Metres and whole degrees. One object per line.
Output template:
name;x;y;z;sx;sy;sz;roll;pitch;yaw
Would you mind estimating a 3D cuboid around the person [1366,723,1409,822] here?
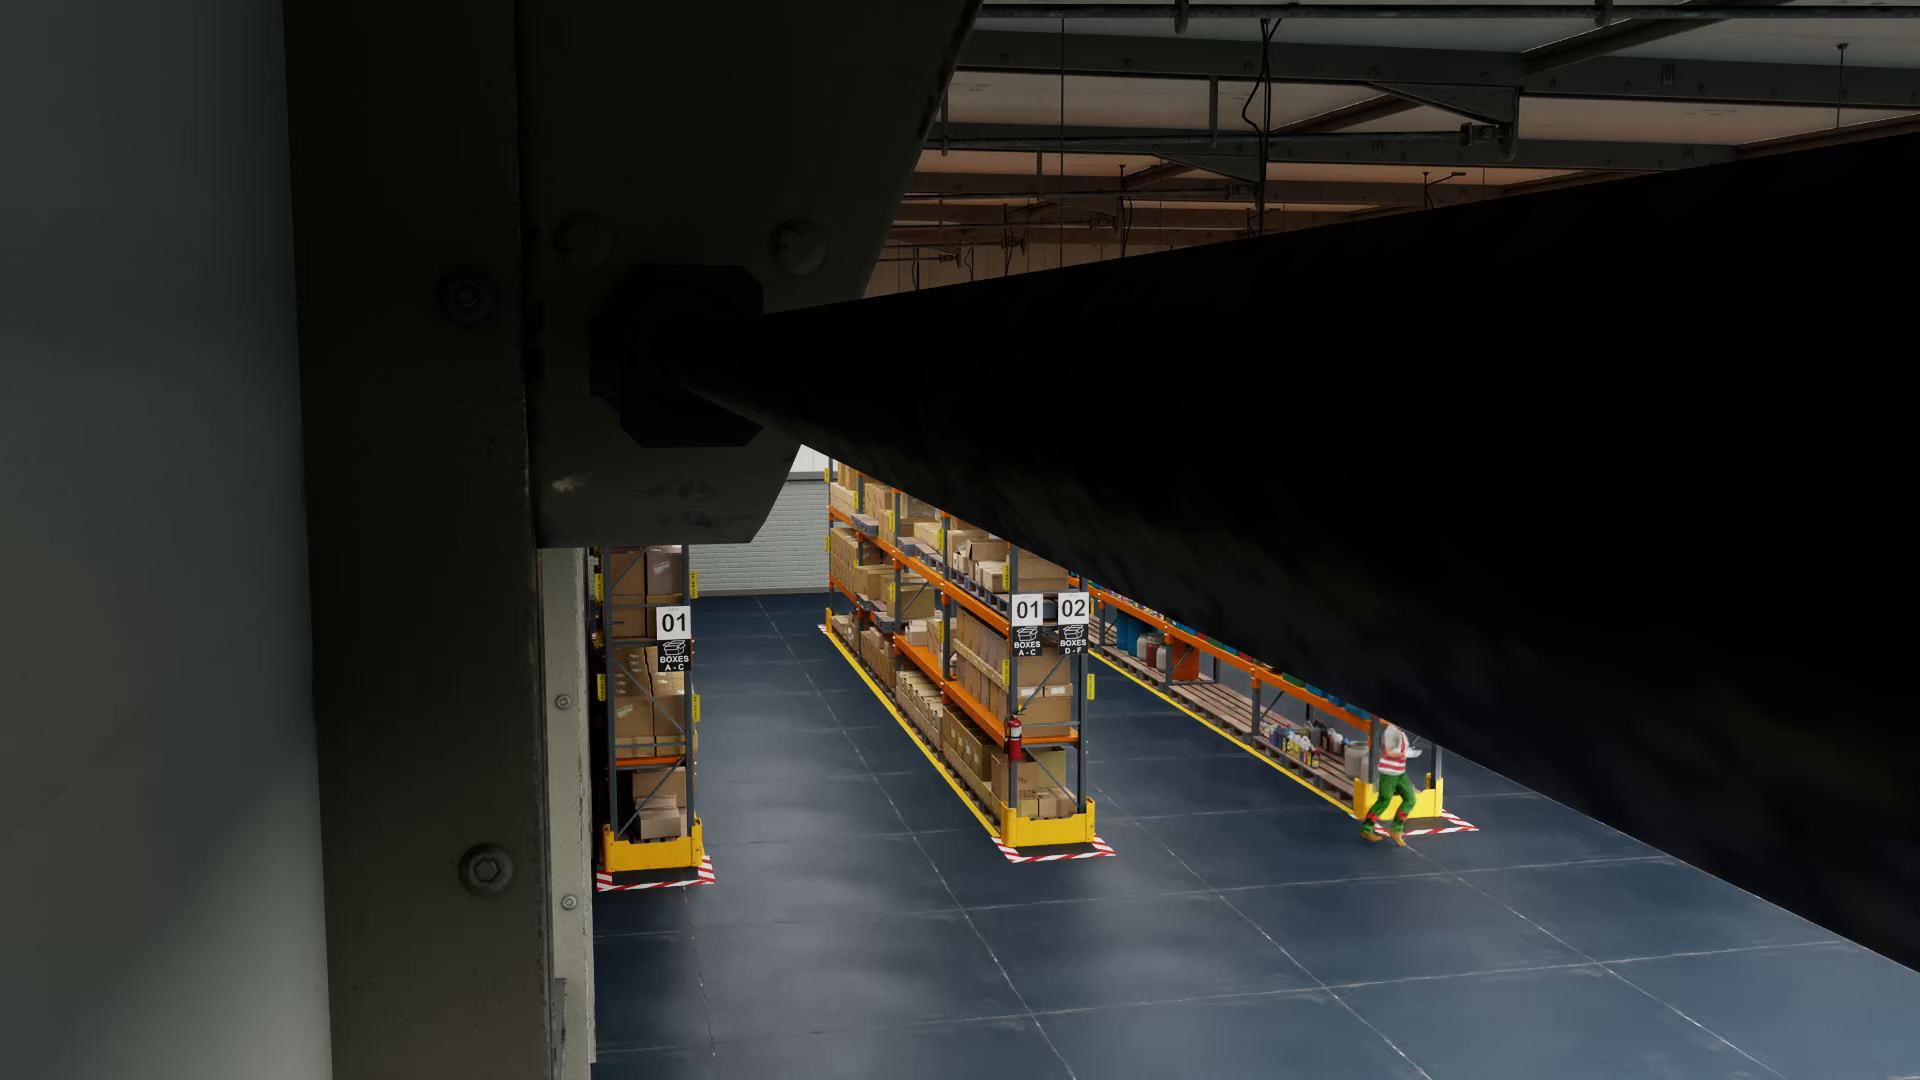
person;0.123;2.460;23.927;12.671;1.499;1.026;4;8;30
